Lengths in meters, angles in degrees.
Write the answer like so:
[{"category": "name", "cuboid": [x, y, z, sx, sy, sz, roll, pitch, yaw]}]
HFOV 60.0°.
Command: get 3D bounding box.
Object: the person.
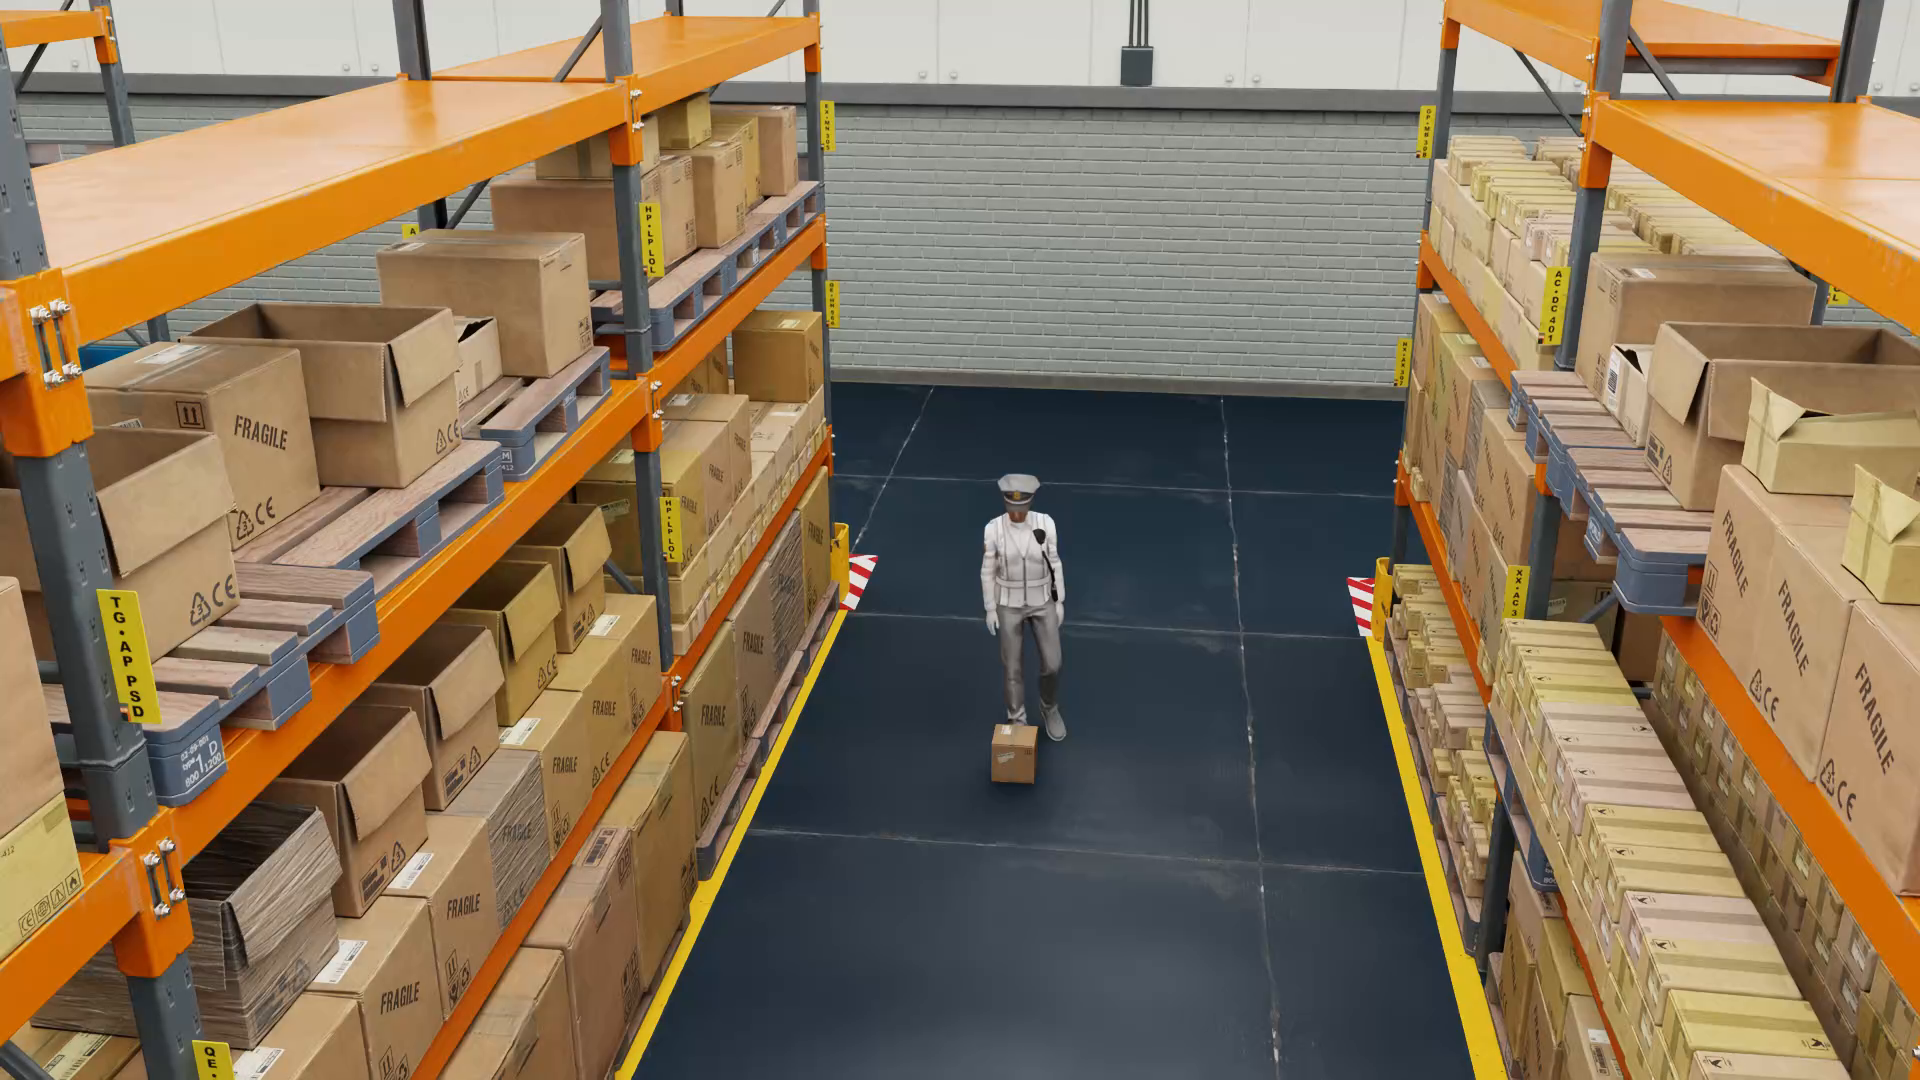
[{"category": "person", "cuboid": [0.390, 0.442, 9.919, 0.529, 1.688, 0.450, 0, 21, -1]}]
